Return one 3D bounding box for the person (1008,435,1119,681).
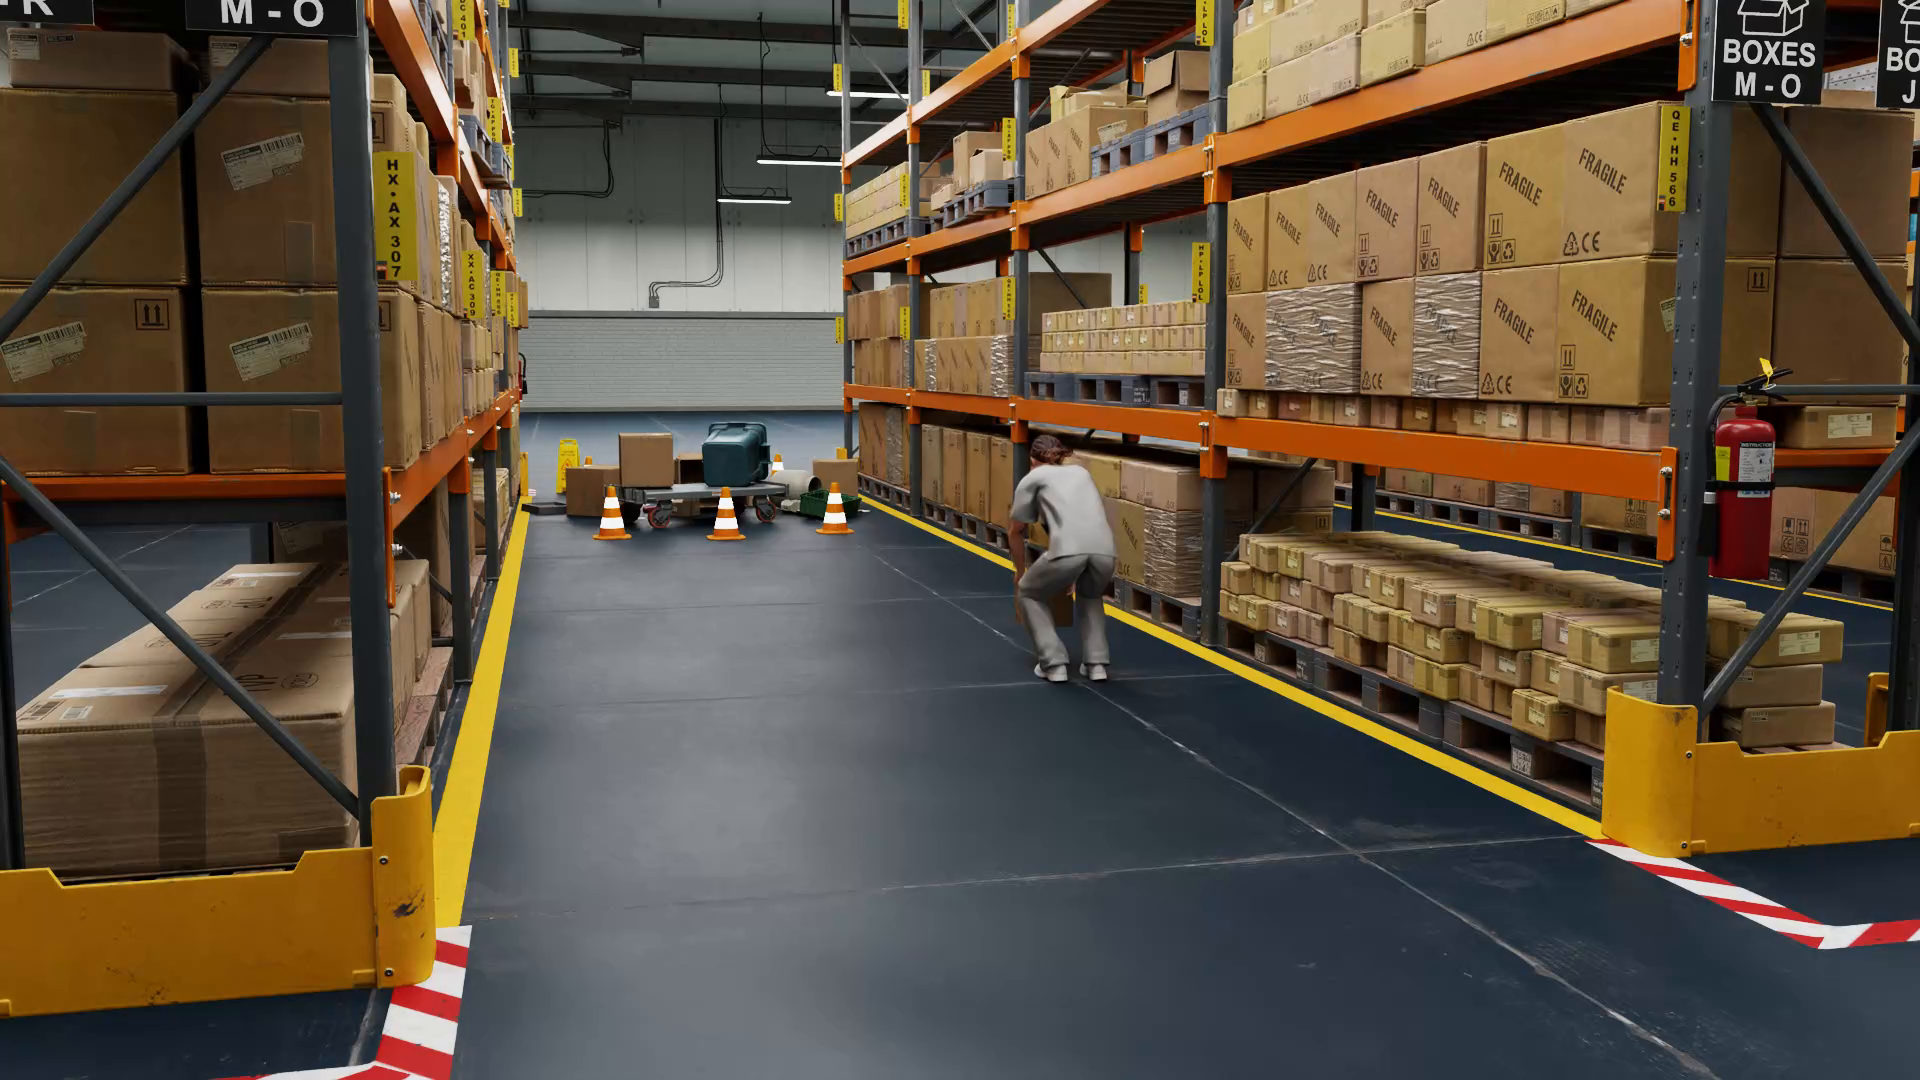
[{"bbox_3d":[0.516,0.088,8.455,0.496,1.221,0.716,-2,6,-14],"label":"person"}]
